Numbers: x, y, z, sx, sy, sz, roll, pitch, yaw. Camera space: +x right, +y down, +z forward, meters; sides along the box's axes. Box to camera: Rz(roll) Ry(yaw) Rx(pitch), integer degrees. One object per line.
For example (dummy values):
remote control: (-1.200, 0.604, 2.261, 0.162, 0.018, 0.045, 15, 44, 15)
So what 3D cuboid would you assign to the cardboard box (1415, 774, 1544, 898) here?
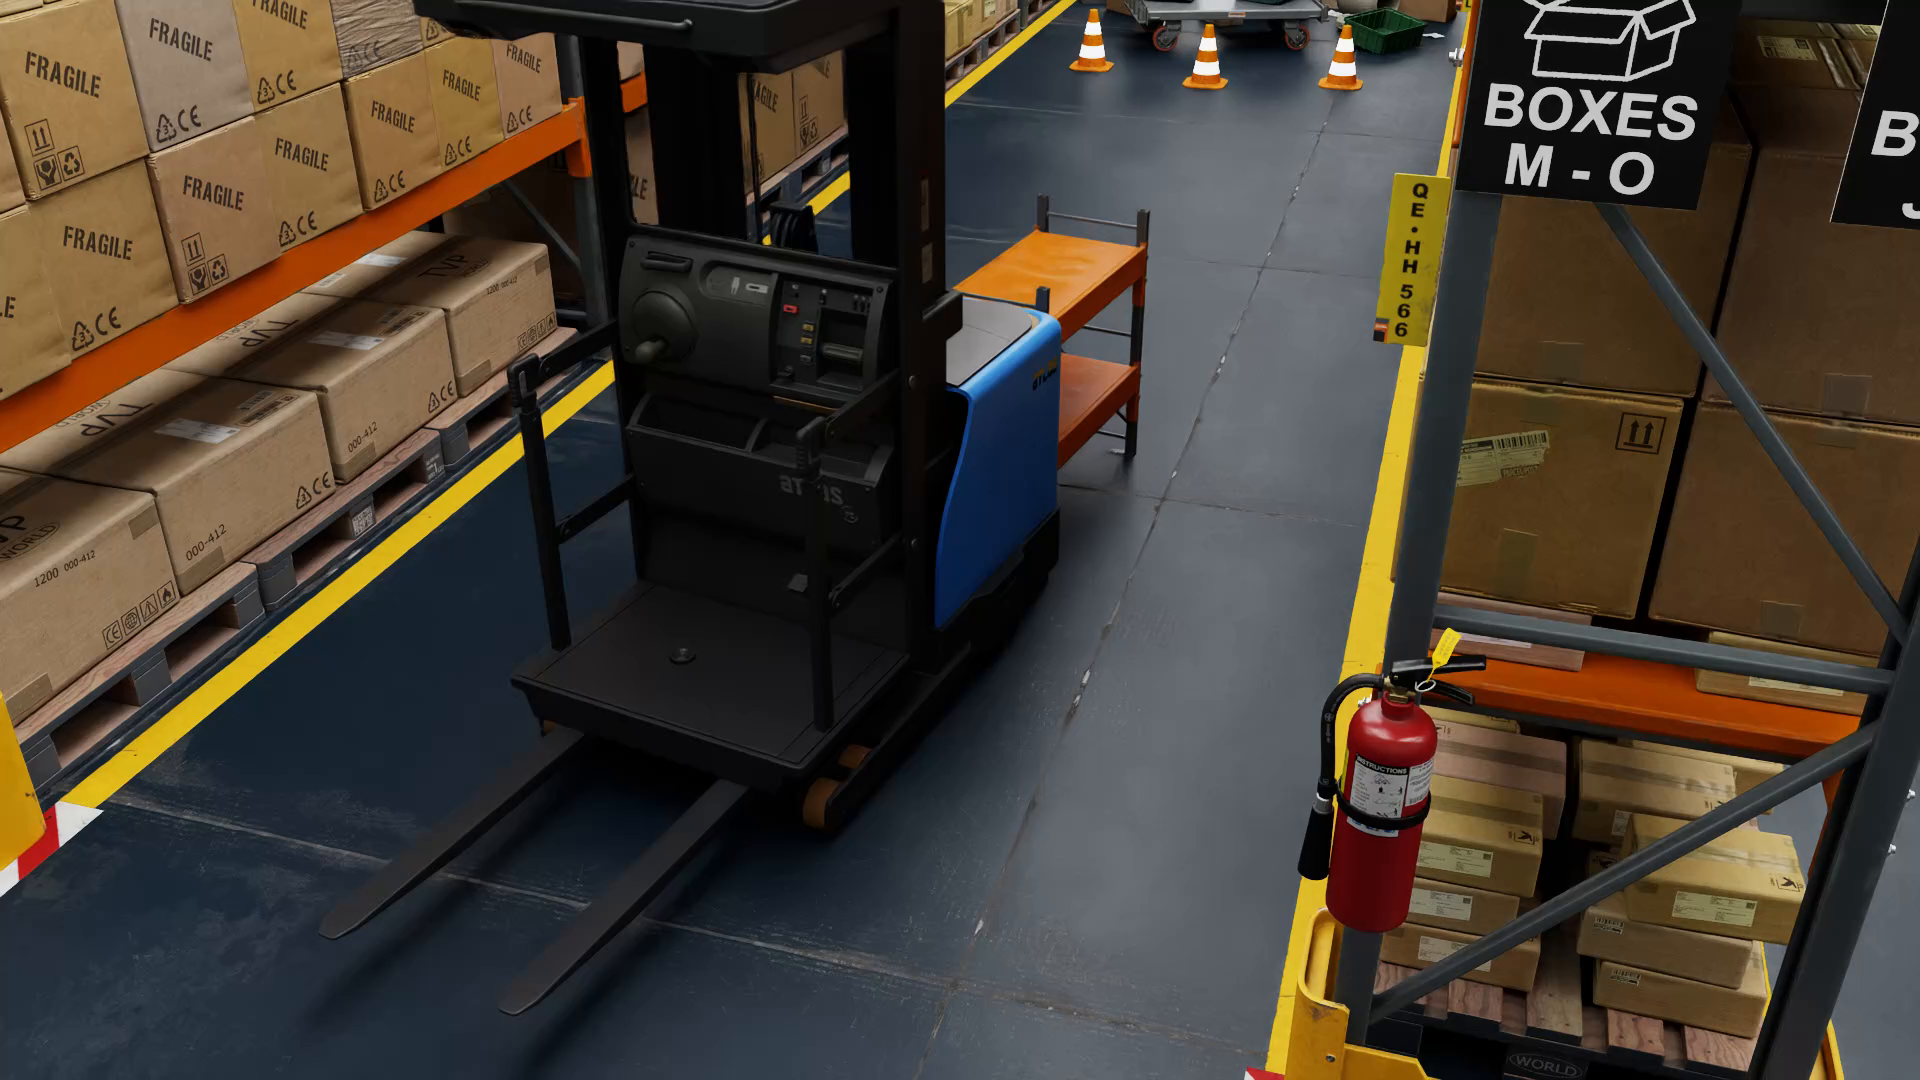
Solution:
cardboard box: (1.271, 0.739, 4.224, 0.380, 0.149, 0.250, 9, 30, 15)

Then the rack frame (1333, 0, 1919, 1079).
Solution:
rack frame: (1.361, 0.220, 3.270, 0.949, 2.616, 0.053, 8, 30, 15)

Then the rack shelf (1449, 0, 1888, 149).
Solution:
rack shelf: (1.945, -1.707, 4.387, 1.077, 0.370, 4.000, 8, 30, 15)

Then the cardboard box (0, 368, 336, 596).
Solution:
cardboard box: (-3.045, -0.252, 6.320, 0.875, 0.438, 0.875, 9, 30, 16)

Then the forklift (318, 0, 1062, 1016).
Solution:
forklift: (-0.730, -0.627, 4.863, 1.130, 2.935, 3.031, 14, 32, 23)

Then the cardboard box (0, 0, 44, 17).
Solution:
cardboard box: (-2.840, -1.566, 4.681, 0.380, 0.149, 0.250, 9, 30, 16)

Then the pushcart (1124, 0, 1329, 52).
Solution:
pushcart: (2.313, -4.569, 14.575, 1.648, 0.377, 0.936, -1, 29, -3)

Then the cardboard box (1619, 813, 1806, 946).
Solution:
cardboard box: (1.836, 0.826, 4.067, 0.380, 0.149, 0.250, 7, 30, 13)

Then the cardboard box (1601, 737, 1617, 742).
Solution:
cardboard box: (2.058, 0.595, 4.789, 0.380, 0.149, 0.250, 9, 30, 16)

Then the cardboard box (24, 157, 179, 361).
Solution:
cardboard box: (-2.867, -0.905, 5.189, 0.500, 0.500, 0.500, 8, 30, 14)

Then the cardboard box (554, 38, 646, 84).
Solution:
cardboard box: (-1.848, -2.400, 8.134, 0.500, 0.250, 0.500, 8, 30, 14)

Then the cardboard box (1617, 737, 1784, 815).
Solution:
cardboard box: (1.999, 0.582, 4.506, 0.380, 0.149, 0.250, 8, 30, 15)

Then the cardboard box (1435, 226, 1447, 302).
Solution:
cardboard box: (1.400, -0.439, 4.044, 0.500, 0.500, 0.500, 8, 30, 14)

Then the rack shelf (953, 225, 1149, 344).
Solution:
rack shelf: (0.329, -0.959, 6.715, 0.538, 0.278, 1.000, 14, 32, 23)

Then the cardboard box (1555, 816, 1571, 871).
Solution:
cardboard box: (1.882, 0.834, 4.666, 0.380, 0.149, 0.250, 9, 30, 15)

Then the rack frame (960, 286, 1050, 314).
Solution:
rack frame: (0.100, -0.483, 6.461, 0.500, 1.125, 0.032, 14, 32, 23)

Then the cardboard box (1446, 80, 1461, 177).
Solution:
cardboard box: (1.825, -1.159, 5.340, 0.500, 0.500, 0.500, 8, 30, 14)

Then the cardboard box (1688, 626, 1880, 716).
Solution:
cardboard box: (1.766, 0.225, 3.518, 0.380, 0.149, 0.250, 8, 30, 14)

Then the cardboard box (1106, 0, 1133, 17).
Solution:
cardboard box: (1.734, -5.229, 15.634, 0.500, 0.500, 0.500, -17, 34, -28)

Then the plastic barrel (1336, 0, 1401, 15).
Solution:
plastic barrel: (3.747, -4.978, 15.263, 0.421, 0.421, 0.512, -17, 34, -28)

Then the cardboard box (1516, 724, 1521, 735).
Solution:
cardboard box: (1.391, 0.624, 4.738, 0.380, 0.149, 0.250, 7, 30, 13)

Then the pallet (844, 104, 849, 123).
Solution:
pallet: (-0.825, -3.302, 12.469, 1.003, 0.211, 1.213, 8, 30, 15)

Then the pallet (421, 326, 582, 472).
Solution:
pallet: (-2.528, -0.738, 7.860, 1.003, 0.211, 1.213, 8, 30, 15)

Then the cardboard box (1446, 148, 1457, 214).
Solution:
cardboard box: (1.547, -1.118, 4.237, 0.500, 0.500, 0.500, 10, 31, 17)

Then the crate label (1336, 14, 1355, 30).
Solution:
crate label: (3.545, -4.646, 14.961, 0.298, 0.136, 0.250, -12, 31, -20)

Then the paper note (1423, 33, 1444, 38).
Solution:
paper note: (4.212, -4.502, 14.811, 0.147, 0.020, 0.142, -12, 31, -20)

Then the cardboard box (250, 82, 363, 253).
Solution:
cardboard box: (-2.569, -1.374, 6.032, 0.500, 0.500, 0.500, 10, 30, 17)

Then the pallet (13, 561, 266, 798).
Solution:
pallet: (-3.244, 0.396, 5.822, 1.003, 0.211, 1.213, 8, 30, 15)

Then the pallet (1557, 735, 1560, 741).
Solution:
pallet: (2.012, 0.465, 5.697, 1.003, 0.211, 1.213, 8, 30, 15)

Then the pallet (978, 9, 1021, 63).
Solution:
pallet: (-0.109, -4.436, 14.508, 1.003, 0.211, 1.213, 8, 30, 15)

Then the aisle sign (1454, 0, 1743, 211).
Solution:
aisle sign: (1.049, -0.926, 2.654, 0.394, 0.787, 0.004, 8, 30, 15)

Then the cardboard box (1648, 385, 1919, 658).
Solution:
cardboard box: (1.754, -0.124, 3.478, 0.500, 0.500, 0.500, 10, 31, 17)

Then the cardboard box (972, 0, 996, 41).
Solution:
cardboard box: (-0.241, -4.473, 13.977, 0.950, 0.372, 0.625, 10, 31, 18)

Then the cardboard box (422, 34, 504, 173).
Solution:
cardboard box: (-2.267, -1.851, 6.889, 0.500, 0.500, 0.500, 8, 30, 14)

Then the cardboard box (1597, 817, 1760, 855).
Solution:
cardboard box: (1.891, 0.825, 4.375, 0.380, 0.149, 0.250, 8, 30, 15)

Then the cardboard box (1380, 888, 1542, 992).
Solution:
cardboard box: (1.313, 1.007, 4.355, 0.380, 0.149, 0.250, 9, 30, 16)

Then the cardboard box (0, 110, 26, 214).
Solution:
cardboard box: (-2.991, -1.103, 4.516, 0.500, 0.500, 0.500, 8, 30, 14)

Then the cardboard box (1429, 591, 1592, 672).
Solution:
cardboard box: (1.183, 0.137, 3.676, 0.380, 0.149, 0.250, 9, 30, 15)

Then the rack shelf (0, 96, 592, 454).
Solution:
rack shelf: (-2.817, -1.055, 6.301, 1.077, 0.370, 4.000, 8, 30, 15)

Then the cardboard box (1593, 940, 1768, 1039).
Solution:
cardboard box: (1.817, 1.084, 4.217, 0.380, 0.149, 0.250, 9, 30, 16)

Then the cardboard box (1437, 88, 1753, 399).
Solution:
cardboard box: (1.254, -0.640, 3.377, 0.500, 0.500, 0.500, 8, 30, 14)

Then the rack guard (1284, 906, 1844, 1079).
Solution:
rack guard: (1.380, 1.276, 3.942, 1.175, 0.500, 0.348, 8, 30, 15)

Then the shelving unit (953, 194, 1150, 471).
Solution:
shelving unit: (0.329, -0.703, 6.857, 0.538, 1.125, 1.048, 14, 32, 23)

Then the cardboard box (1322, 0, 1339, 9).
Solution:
cardboard box: (3.624, -5.224, 15.868, 0.396, 0.266, 0.258, 14, 32, 23)

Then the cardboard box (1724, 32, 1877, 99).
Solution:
cardboard box: (1.885, -0.798, 3.661, 0.500, 0.500, 0.500, 9, 30, 16)

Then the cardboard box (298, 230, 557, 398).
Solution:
cardboard box: (-2.517, -1.086, 7.821, 0.875, 0.438, 0.875, 8, 30, 14)

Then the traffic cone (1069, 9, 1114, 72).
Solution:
traffic cone: (1.093, -4.132, 13.702, 0.336, 0.463, 0.334, 8, 30, 15)

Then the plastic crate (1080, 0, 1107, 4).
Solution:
plastic crate: (1.363, -5.354, 16.291, 0.402, 0.080, 0.583, -1, 29, -3)

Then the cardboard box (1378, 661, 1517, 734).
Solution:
cardboard box: (1.354, 0.492, 4.668, 0.380, 0.149, 0.250, 8, 30, 14)

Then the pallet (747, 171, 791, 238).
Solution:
pallet: (-1.719, -2.019, 10.162, 1.003, 0.211, 1.213, 8, 30, 15)

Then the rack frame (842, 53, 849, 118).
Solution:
rack frame: (-1.056, -4.158, 11.139, 1.000, 3.000, 0.127, 8, 30, 15)

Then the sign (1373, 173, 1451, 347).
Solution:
sign: (0.833, -0.513, 3.071, 0.100, 0.325, 0.005, 8, 30, 15)

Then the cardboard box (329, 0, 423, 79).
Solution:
cardboard box: (-2.402, -2.049, 6.216, 0.500, 0.500, 0.500, 9, 30, 16)

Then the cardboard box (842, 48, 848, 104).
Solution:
cardboard box: (-0.880, -3.454, 12.145, 0.950, 0.372, 0.625, 6, 30, 11)

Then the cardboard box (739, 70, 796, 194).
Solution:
cardboard box: (-1.604, -2.690, 10.254, 0.875, 0.875, 0.875, 9, 30, 15)

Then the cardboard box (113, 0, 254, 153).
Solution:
cardboard box: (-2.702, -1.585, 5.382, 0.500, 0.500, 0.500, 8, 30, 14)
